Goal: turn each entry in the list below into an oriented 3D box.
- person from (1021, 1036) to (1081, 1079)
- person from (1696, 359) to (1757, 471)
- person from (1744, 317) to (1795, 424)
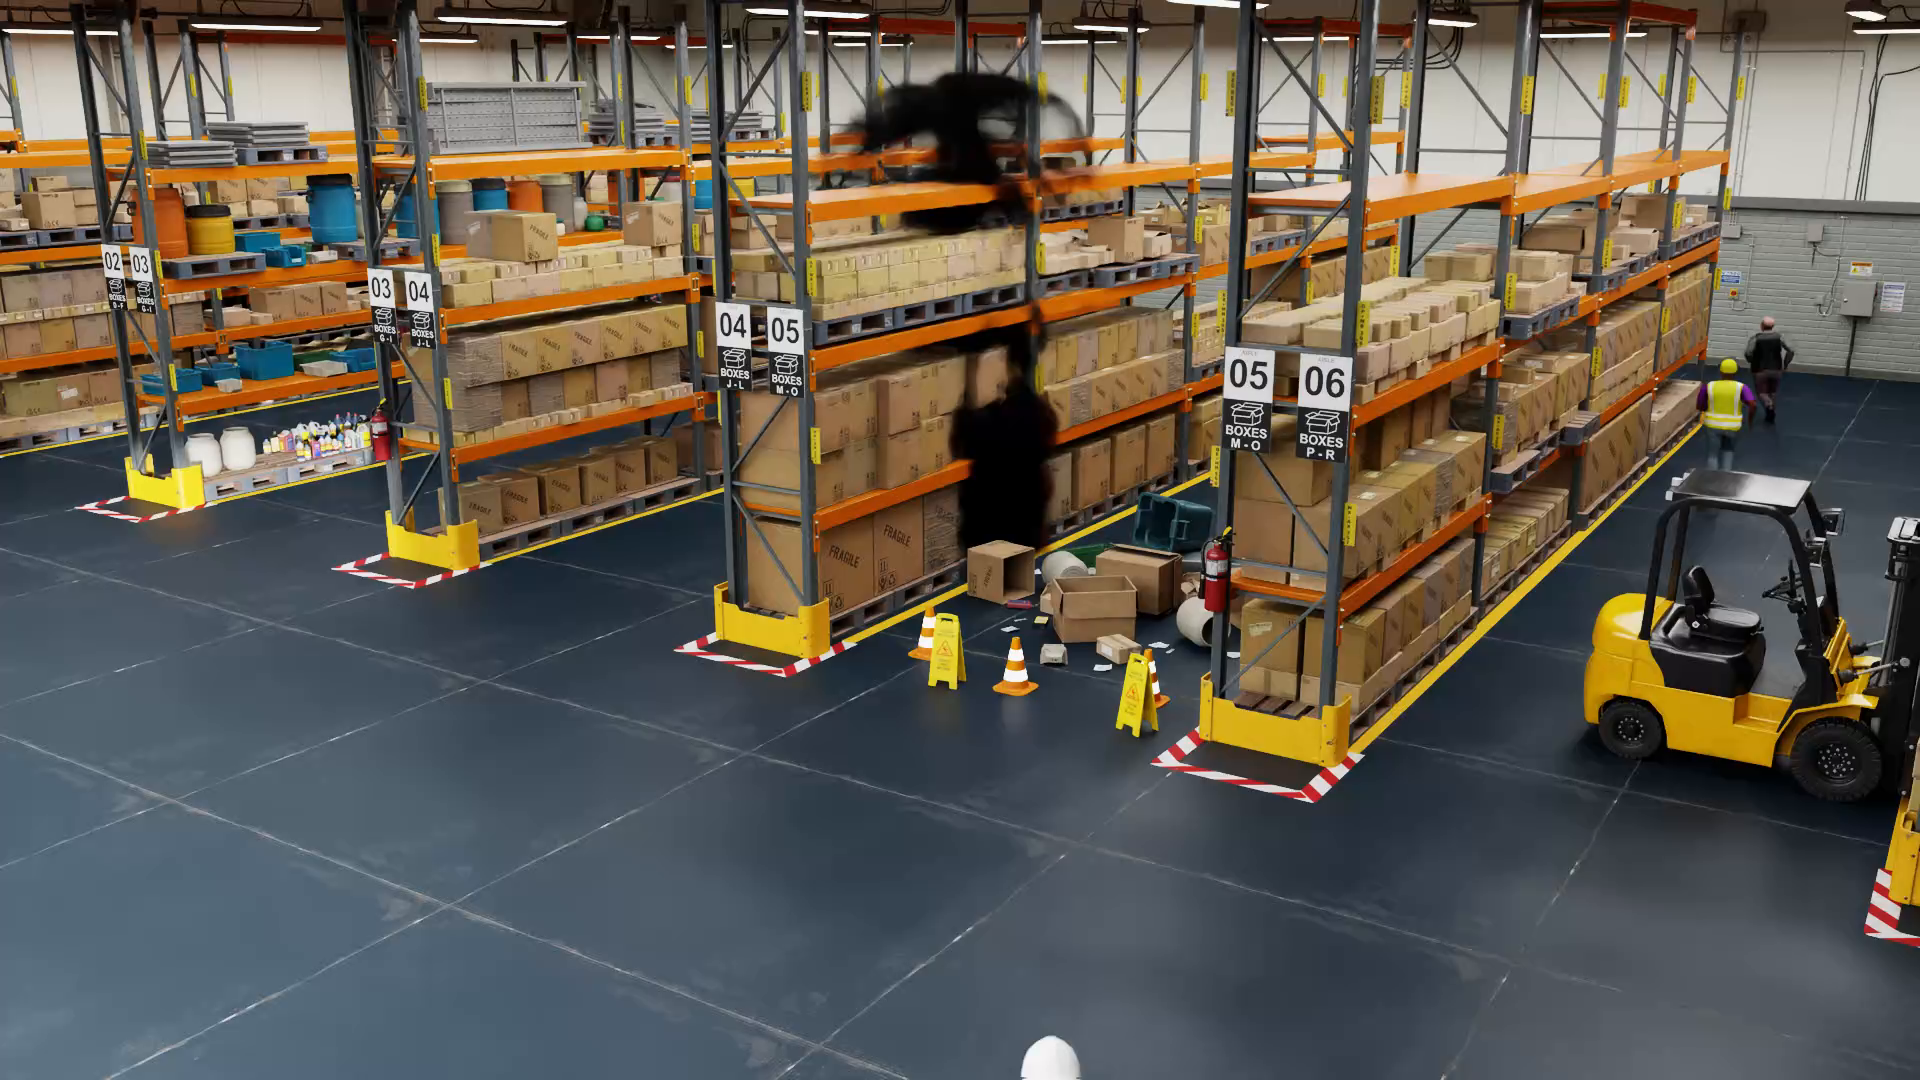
[{"bbox_3d":[0.348,2.715,6.203,0.639,1.800,0.680,1,16,5],"label":"person"},{"bbox_3d":[9.636,-1.410,21.005,0.670,1.782,0.715,6,17,20],"label":"person"},{"bbox_3d":[12.297,-2.558,25.366,0.697,1.684,0.702,3,16,11],"label":"person"}]
